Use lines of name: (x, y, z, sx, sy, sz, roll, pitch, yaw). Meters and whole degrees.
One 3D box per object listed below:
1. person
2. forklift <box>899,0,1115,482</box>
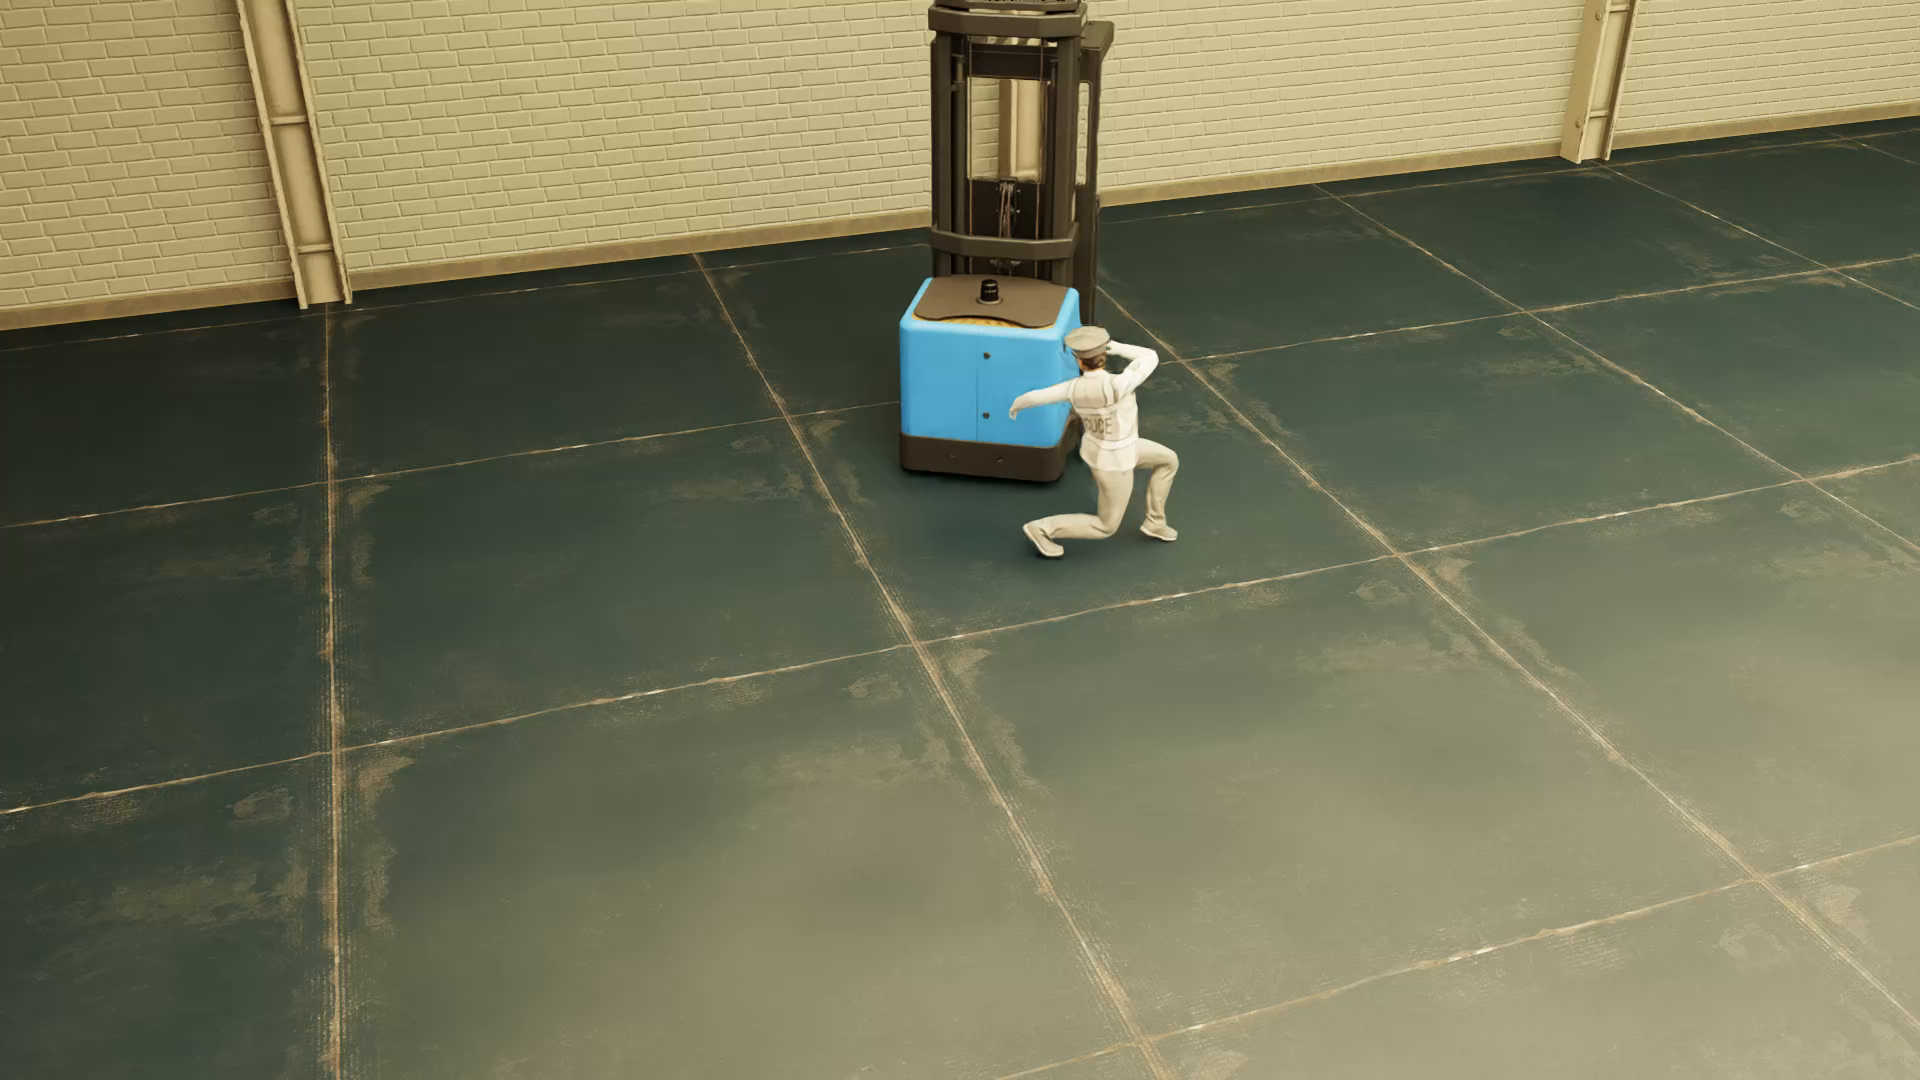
person: (0.787, -0.632, 9.746, 0.950, 1.384, 0.823, -11, 32, -19)
forklift: (0.403, -2.358, 11.185, 1.130, 2.935, 3.031, 6, 30, 10)
